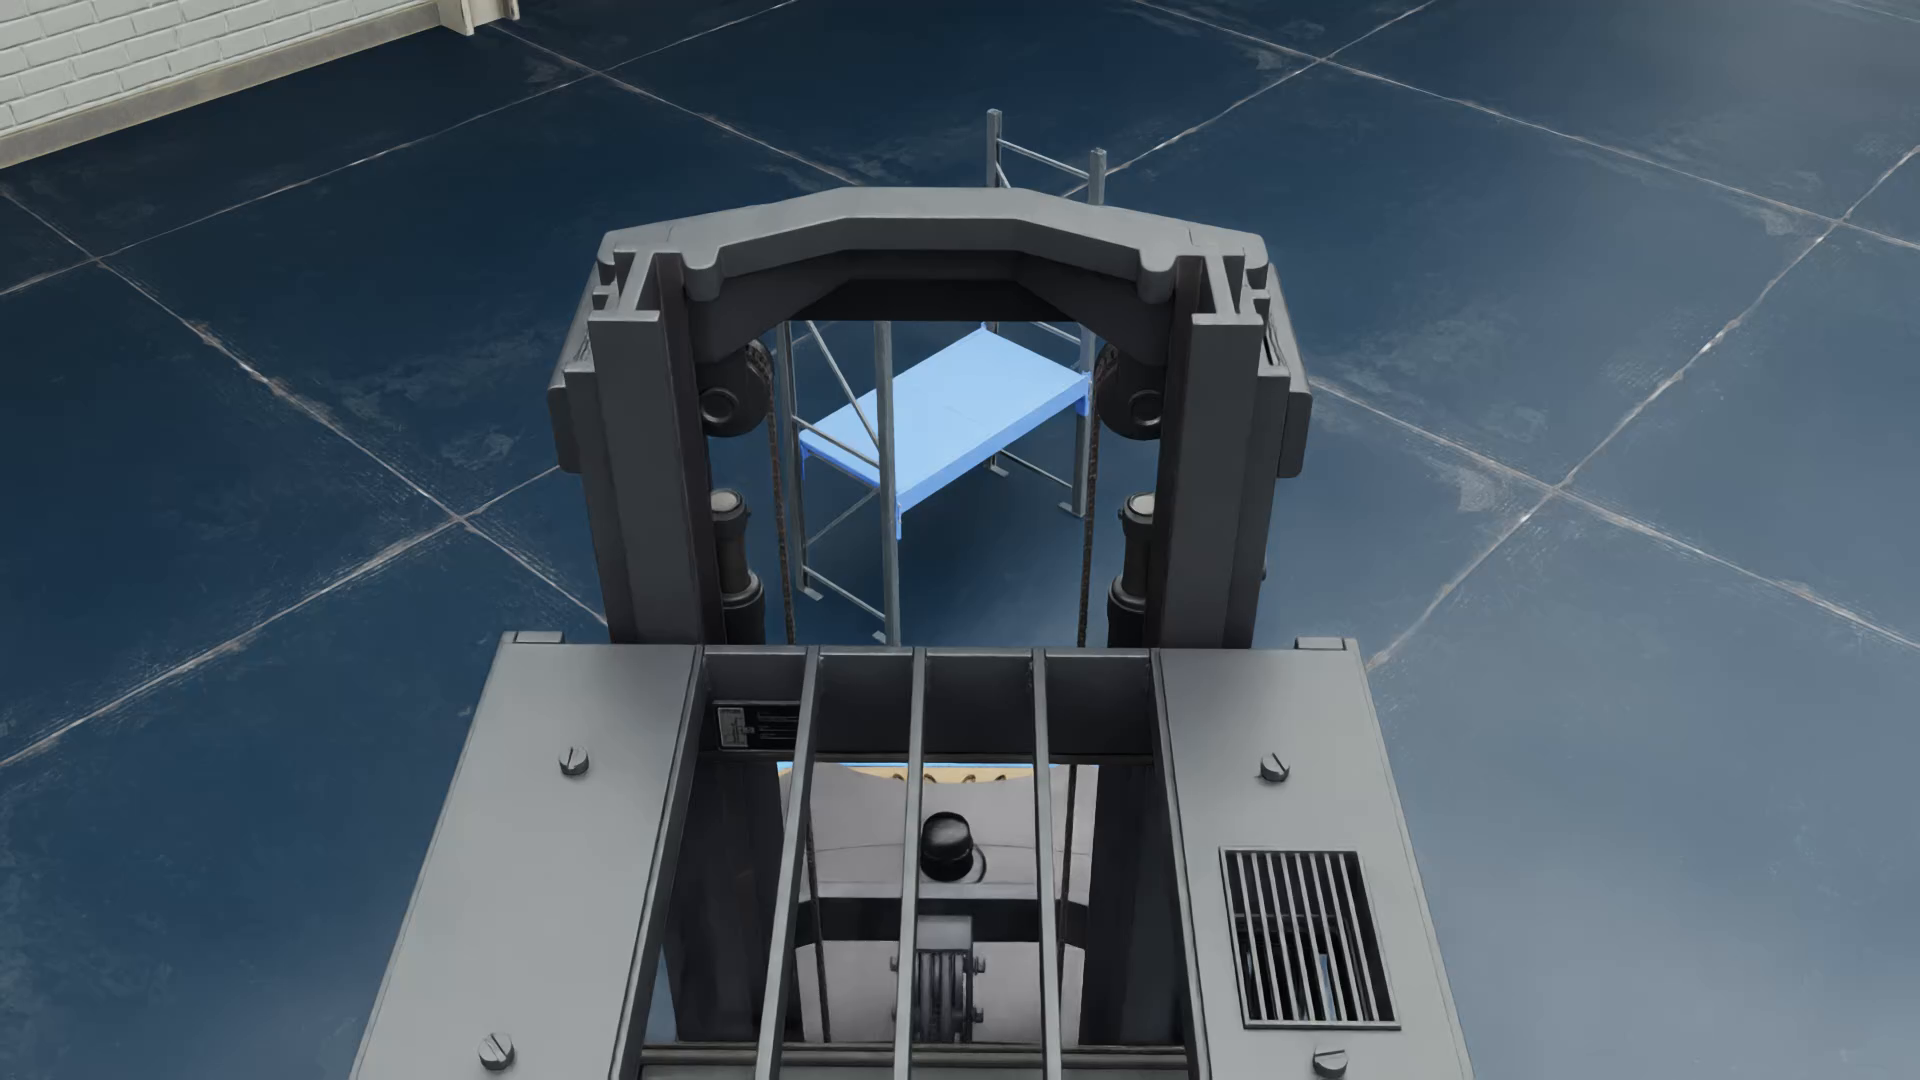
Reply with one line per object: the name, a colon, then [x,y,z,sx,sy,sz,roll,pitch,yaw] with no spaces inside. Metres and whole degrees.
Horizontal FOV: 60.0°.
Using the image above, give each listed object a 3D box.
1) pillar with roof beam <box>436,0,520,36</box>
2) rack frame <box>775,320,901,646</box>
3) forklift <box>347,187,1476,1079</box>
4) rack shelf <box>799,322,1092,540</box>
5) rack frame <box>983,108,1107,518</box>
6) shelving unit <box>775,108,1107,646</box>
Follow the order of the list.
pillar with roof beam: [0.204,-4.931,5.221,9.100,9.000,0.400,30,47,32]
rack frame: [-0.400,-0.314,5.440,0.500,1.500,0.032,30,47,32]
forklift: [-0.043,1.112,2.496,1.130,2.935,3.031,0,38,1]
rack shelf: [-0.058,-0.407,5.846,0.538,0.185,1.000,30,47,32]
rack frame: [0.285,-0.781,6.028,0.500,1.500,0.032,30,47,32]
shelving unit: [-0.058,-0.548,5.734,0.538,1.500,1.048,30,47,32]
